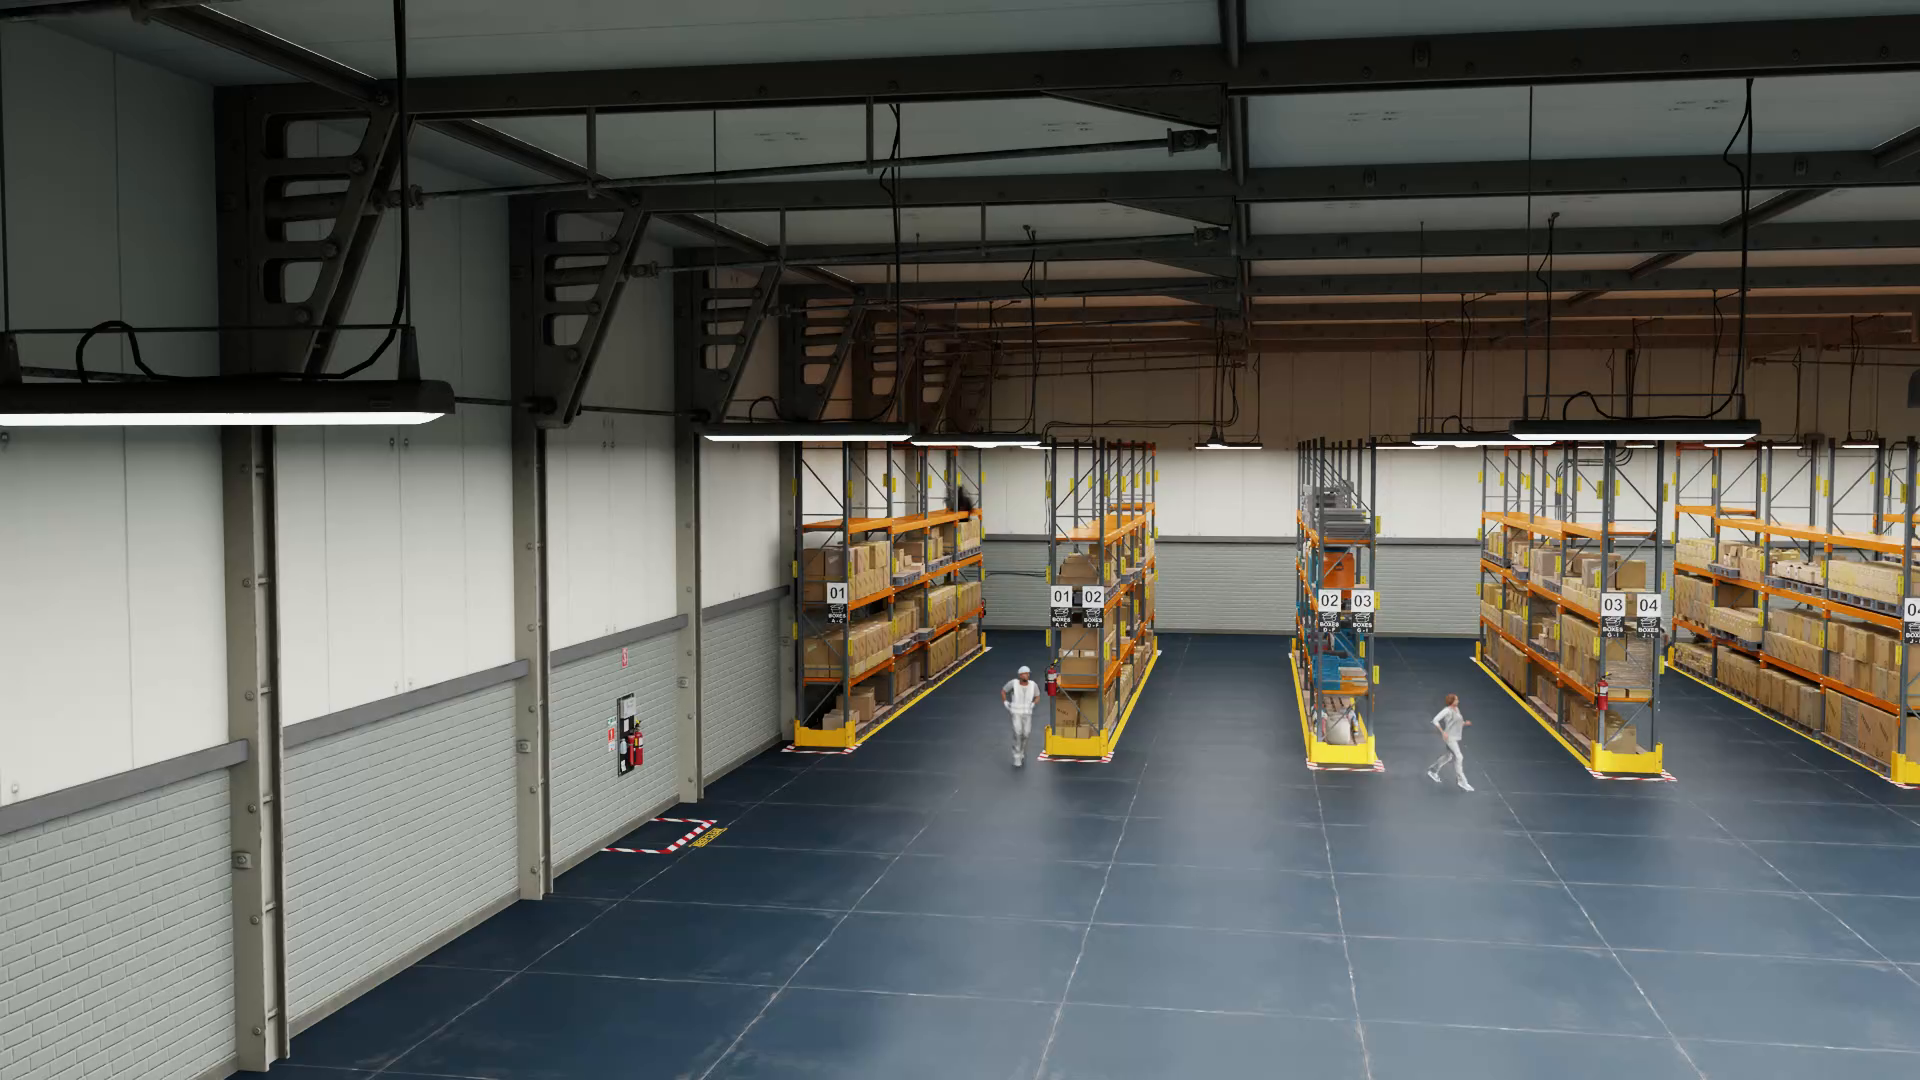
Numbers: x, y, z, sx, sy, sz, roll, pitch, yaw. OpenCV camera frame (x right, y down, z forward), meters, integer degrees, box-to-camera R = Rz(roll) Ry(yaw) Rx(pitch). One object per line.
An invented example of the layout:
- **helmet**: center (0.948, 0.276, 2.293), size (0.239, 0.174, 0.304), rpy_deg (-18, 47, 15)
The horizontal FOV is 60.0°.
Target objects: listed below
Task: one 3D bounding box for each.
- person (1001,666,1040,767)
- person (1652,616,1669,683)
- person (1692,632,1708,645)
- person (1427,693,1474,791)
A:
- **person**: center (1.152, 3.224, 30.587), size (0.688, 1.817, 0.804), rpy_deg (-1, 3, -16)
- **person**: center (17.402, 2.704, 41.531), size (0.585, 1.694, 0.744), rpy_deg (1, 3, 11)
- **person**: center (20.313, 2.461, 45.468), size (0.791, 1.708, 0.764), rpy_deg (3, 4, 40)
- **person**: center (8.340, 3.416, 28.262), size (0.852, 1.583, 0.527), rpy_deg (2, 4, 37)
